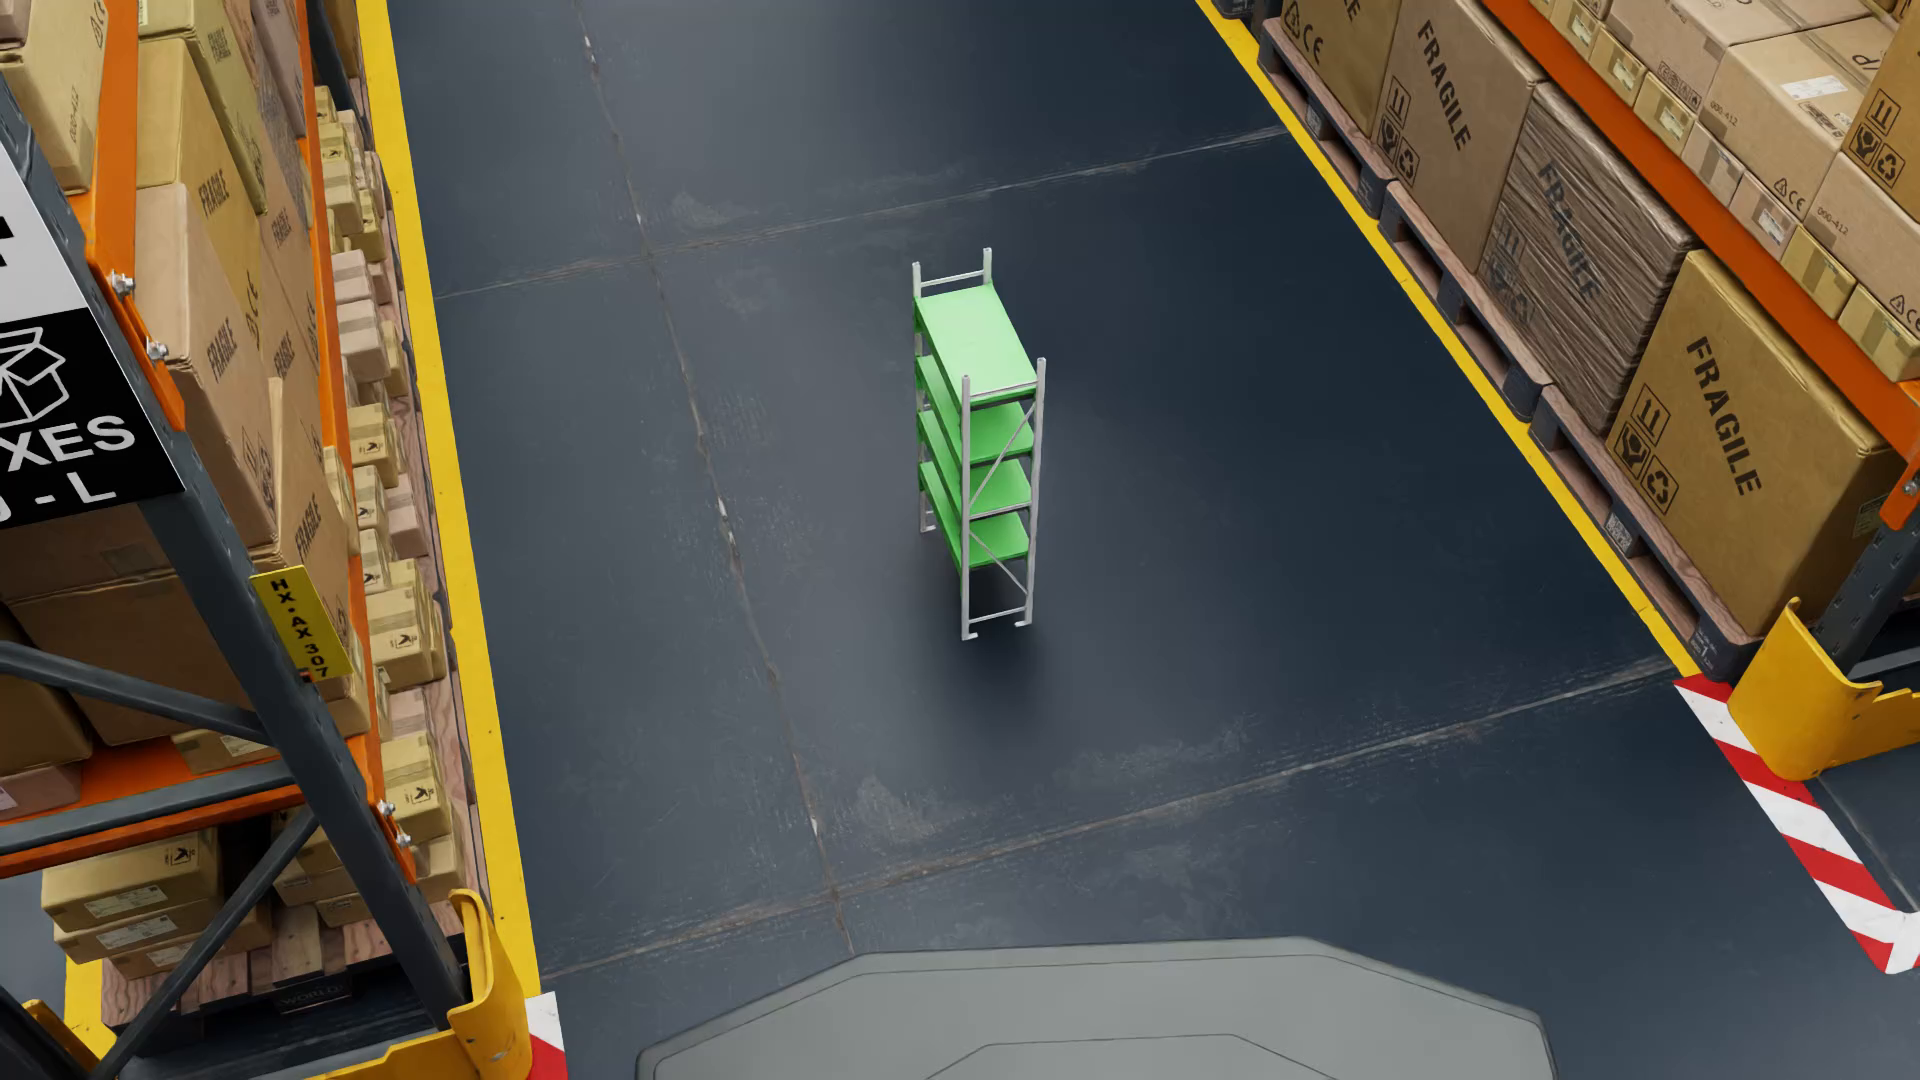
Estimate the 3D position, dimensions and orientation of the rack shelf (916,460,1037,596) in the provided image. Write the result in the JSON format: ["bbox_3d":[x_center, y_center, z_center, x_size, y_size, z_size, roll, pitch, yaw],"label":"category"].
[{"bbox_3d":[0.049,-0.070,5.422,0.258,0.148,0.480,-13,51,-11],"label":"rack shelf"}]

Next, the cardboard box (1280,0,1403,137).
[{"bbox_3d":[1.965,-2.356,6.889,0.875,0.875,0.875,-13,51,-11],"label":"cardboard box"}]

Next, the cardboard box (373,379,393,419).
[{"bbox_3d":[-2.161,-0.404,5.718,0.380,0.149,0.250,-12,51,-10],"label":"cardboard box"}]

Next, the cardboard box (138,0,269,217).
[{"bbox_3d":[-1.906,-1.027,3.740,0.500,0.500,0.500,-14,51,-12],"label":"cardboard box"}]

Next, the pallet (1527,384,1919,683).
[{"bbox_3d":[2.718,-0.152,5.740,1.003,0.211,1.213,-13,51,-11],"label":"pallet"}]

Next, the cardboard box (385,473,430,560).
[{"bbox_3d":[-1.951,-0.039,5.411,0.380,0.149,0.250,-16,52,-13],"label":"cardboard box"}]

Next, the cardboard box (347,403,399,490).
[{"bbox_3d":[-1.977,-0.261,5.209,0.380,0.149,0.250,-13,51,-10],"label":"cardboard box"}]

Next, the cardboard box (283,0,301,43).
[{"bbox_3d":[-2.356,-1.817,5.060,0.500,0.500,0.500,-15,51,-12],"label":"cardboard box"}]

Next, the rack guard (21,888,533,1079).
[{"bbox_3d":[-1.761,1.313,4.316,1.175,0.500,0.348,-13,51,-11],"label":"rack guard"}]

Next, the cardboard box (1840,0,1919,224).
[{"bbox_3d":[2.634,-1.070,4.103,0.500,0.500,0.500,-13,51,-11],"label":"cardboard box"}]

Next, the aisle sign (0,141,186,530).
[{"bbox_3d":[-1.431,-0.289,2.332,0.394,0.787,0.004,-13,51,-11],"label":"aisle sign"}]

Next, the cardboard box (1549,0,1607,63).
[{"bbox_3d":[2.158,-1.706,5.390,0.380,0.149,0.250,-12,51,-10],"label":"cardboard box"}]

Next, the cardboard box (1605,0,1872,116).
[{"bbox_3d":[2.332,-1.568,5.014,0.500,0.250,0.500,-15,51,-12],"label":"cardboard box"}]

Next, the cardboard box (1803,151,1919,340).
[{"bbox_3d":[2.632,-0.826,4.388,0.500,0.250,0.500,-14,51,-12],"label":"cardboard box"}]

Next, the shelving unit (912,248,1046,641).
[{"bbox_3d":[0.049,-0.266,5.189,0.258,1.200,0.503,-13,51,-11],"label":"shelving unit"}]

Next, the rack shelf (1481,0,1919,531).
[{"bbox_3d":[2.438,-1.713,5.703,1.077,0.370,4.000,-13,51,-11],"label":"rack shelf"}]

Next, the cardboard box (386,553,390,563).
[{"bbox_3d":[-1.974,0.054,5.138,0.380,0.149,0.250,-16,52,-13],"label":"cardboard box"}]

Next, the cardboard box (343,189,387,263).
[{"bbox_3d":[-2.337,-1.126,6.133,0.380,0.149,0.250,-15,51,-12],"label":"cardboard box"}]

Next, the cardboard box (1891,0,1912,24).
[{"bbox_3d":[2.997,-1.550,4.508,0.500,0.500,0.500,-14,51,-12],"label":"cardboard box"}]

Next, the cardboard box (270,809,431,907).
[{"bbox_3d":[-1.648,0.810,4.500,0.380,0.149,0.250,-11,51,-9],"label":"cardboard box"}]

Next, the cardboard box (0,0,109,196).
[{"bbox_3d":[-1.627,-0.741,2.549,0.500,0.250,0.500,-12,51,-10],"label":"cardboard box"}]

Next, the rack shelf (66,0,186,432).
[{"bbox_3d":[-2.330,-1.632,3.673,1.077,0.370,4.000,-13,51,-11],"label":"rack shelf"}]

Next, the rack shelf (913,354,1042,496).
[{"bbox_3d":[0.049,-0.379,5.055,0.258,0.148,0.480,-13,51,-11],"label":"rack shelf"}]

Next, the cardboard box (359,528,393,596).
[{"bbox_3d":[-1.870,0.146,4.866,0.380,0.149,0.250,-16,52,-13],"label":"cardboard box"}]

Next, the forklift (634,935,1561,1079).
[{"bbox_3d":[0.167,1.906,2.226,1.130,2.935,3.031,-2,50,-2],"label":"forklift"}]

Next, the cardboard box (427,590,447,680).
[{"bbox_3d":[-1.794,0.328,5.102,0.380,0.149,0.250,-13,51,-11],"label":"cardboard box"}]

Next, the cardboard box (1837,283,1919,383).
[{"bbox_3d":[2.609,-0.589,4.449,0.380,0.149,0.250,-12,51,-10],"label":"cardboard box"}]

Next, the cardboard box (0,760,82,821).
[{"bbox_3d":[-2.105,0.470,3.556,0.380,0.149,0.250,-13,51,-11],"label":"cardboard box"}]

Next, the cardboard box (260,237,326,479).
[{"bbox_3d":[-1.790,-0.340,3.815,0.500,0.500,0.500,-13,51,-11],"label":"cardboard box"}]

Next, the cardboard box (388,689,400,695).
[{"bbox_3d":[-1.832,0.439,4.814,0.380,0.149,0.250,-13,51,-11],"label":"cardboard box"}]

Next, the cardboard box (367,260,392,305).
[{"bbox_3d":[-2.343,-0.978,6.203,0.380,0.149,0.250,-15,51,-12],"label":"cardboard box"}]

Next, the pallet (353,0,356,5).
[{"bbox_3d":[-3.518,-2.920,8.074,1.003,0.211,1.213,-13,51,-11],"label":"pallet"}]

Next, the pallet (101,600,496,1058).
[{"bbox_3d":[-1.968,0.805,4.933,1.003,0.211,1.213,-13,51,-11],"label":"pallet"}]

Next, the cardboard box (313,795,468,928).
[{"bbox_3d":[-1.588,0.892,4.626,0.380,0.149,0.250,-12,51,-10],"label":"cardboard box"}]

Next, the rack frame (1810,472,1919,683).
[{"bbox_3d":[3.029,-0.484,4.196,1.000,3.000,0.127,-13,51,-11],"label":"rack frame"}]

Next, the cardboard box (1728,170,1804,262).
[{"bbox_3d":[2.457,-0.963,4.764,0.380,0.149,0.250,-13,51,-11],"label":"cardboard box"}]

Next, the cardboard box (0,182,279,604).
[{"bbox_3d":[-1.618,-0.275,3.106,0.500,0.500,0.500,-14,51,-11],"label":"cardboard box"}]

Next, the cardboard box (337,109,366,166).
[{"bbox_3d":[-2.525,-1.512,6.458,0.380,0.149,0.250,-12,51,-10],"label":"cardboard box"}]

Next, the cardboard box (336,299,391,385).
[{"bbox_3d":[-2.112,-0.629,5.520,0.380,0.149,0.250,-15,51,-12],"label":"cardboard box"}]

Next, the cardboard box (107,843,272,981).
[{"bbox_3d":[-2.094,1.010,4.527,0.380,0.149,0.250,-13,51,-10],"label":"cardboard box"}]

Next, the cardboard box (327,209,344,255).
[{"bbox_3d":[-2.372,-1.000,5.832,0.380,0.149,0.250,-12,51,-10],"label":"cardboard box"}]

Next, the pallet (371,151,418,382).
[{"bbox_3d":[-2.689,-0.977,6.435,1.003,0.211,1.213,-13,51,-11],"label":"pallet"}]

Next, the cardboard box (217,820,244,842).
[{"bbox_3d":[-2.193,0.727,4.571,0.380,0.149,0.250,-14,51,-12],"label":"cardboard box"}]

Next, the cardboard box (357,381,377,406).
[{"bbox_3d":[-2.202,-0.539,5.637,0.380,0.149,0.250,-16,52,-13],"label":"cardboard box"}]

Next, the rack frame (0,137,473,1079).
[{"bbox_3d":[-1.739,0.563,3.313,1.000,3.000,0.127,-13,51,-11],"label":"rack frame"}]

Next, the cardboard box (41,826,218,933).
[{"bbox_3d":[-2.137,0.826,4.293,0.380,0.149,0.250,-13,51,-11],"label":"cardboard box"}]

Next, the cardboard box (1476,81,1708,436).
[{"bbox_3d":[2.495,-1.049,5.787,0.875,0.875,0.875,-13,51,-11],"label":"cardboard box"}]

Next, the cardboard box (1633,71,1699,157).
[{"bbox_3d":[2.306,-1.335,5.078,0.380,0.149,0.250,-14,51,-12],"label":"cardboard box"}]

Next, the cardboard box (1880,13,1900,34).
[{"bbox_3d":[2.985,-1.322,4.806,0.500,0.250,0.500,-14,51,-11],"label":"cardboard box"}]

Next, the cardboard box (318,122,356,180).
[{"bbox_3d":[-2.454,-1.388,6.159,0.380,0.149,0.250,-13,51,-11],"label":"cardboard box"}]

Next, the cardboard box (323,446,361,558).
[{"bbox_3d":[-1.665,-0.052,3.996,0.380,0.149,0.250,-15,51,-12],"label":"cardboard box"}]

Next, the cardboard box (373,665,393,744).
[{"bbox_3d":[-1.766,0.521,4.549,0.380,0.149,0.250,-12,51,-10],"label":"cardboard box"}]

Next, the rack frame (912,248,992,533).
[{"bbox_3d":[-0.023,-0.444,5.340,0.240,1.200,0.015,-13,51,-11],"label":"rack frame"}]

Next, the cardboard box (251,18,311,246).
[{"bbox_3d":[-2.080,-1.072,4.432,0.500,0.500,0.500,-15,51,-12],"label":"cardboard box"}]

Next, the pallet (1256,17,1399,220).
[{"bbox_3d":[1.997,-1.934,7.242,1.003,0.211,1.213,-13,51,-11],"label":"pallet"}]
